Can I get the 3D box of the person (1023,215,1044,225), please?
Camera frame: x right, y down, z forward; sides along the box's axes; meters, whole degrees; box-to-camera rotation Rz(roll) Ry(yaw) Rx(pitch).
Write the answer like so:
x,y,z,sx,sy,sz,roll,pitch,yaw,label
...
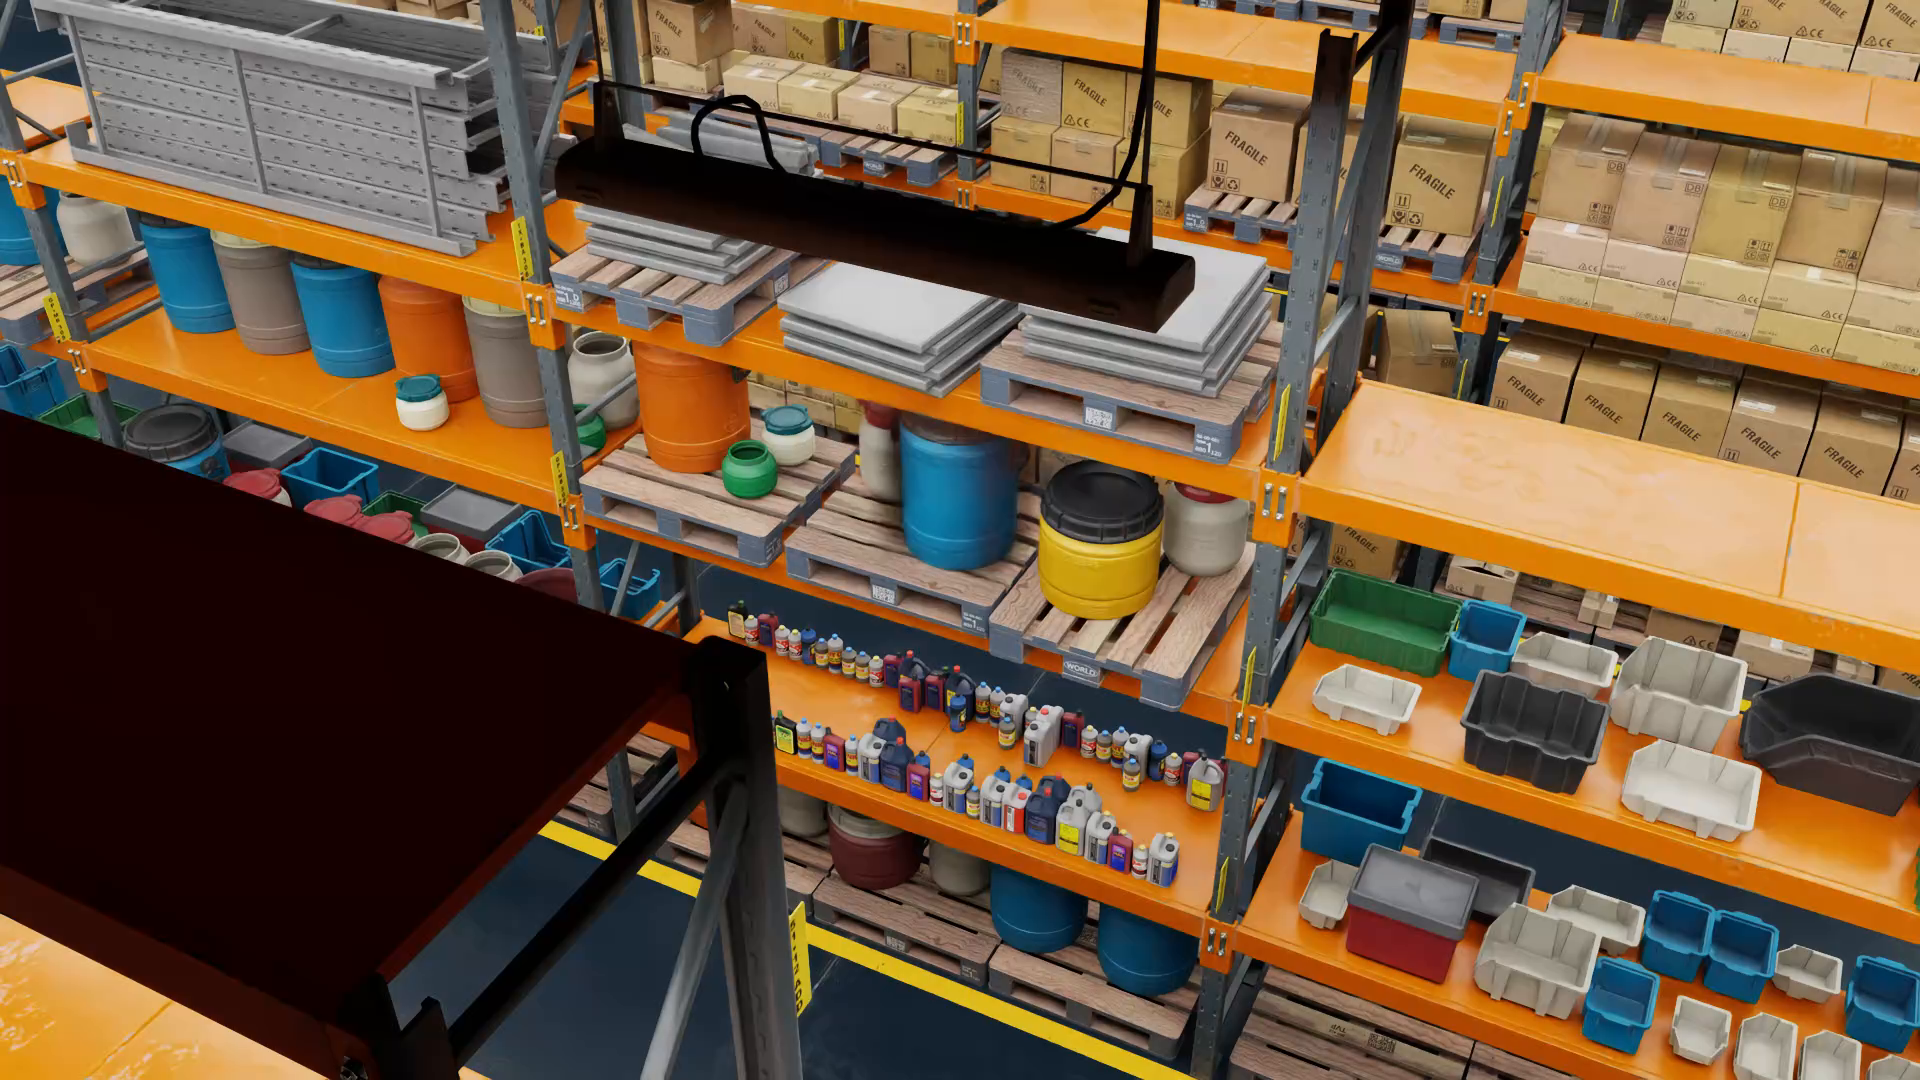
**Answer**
x,y,z,sx,sy,sz,roll,pitch,yaw,label
0.757,-3.630,17.493,0.617,1.768,0.553,-30,45,-35,person
